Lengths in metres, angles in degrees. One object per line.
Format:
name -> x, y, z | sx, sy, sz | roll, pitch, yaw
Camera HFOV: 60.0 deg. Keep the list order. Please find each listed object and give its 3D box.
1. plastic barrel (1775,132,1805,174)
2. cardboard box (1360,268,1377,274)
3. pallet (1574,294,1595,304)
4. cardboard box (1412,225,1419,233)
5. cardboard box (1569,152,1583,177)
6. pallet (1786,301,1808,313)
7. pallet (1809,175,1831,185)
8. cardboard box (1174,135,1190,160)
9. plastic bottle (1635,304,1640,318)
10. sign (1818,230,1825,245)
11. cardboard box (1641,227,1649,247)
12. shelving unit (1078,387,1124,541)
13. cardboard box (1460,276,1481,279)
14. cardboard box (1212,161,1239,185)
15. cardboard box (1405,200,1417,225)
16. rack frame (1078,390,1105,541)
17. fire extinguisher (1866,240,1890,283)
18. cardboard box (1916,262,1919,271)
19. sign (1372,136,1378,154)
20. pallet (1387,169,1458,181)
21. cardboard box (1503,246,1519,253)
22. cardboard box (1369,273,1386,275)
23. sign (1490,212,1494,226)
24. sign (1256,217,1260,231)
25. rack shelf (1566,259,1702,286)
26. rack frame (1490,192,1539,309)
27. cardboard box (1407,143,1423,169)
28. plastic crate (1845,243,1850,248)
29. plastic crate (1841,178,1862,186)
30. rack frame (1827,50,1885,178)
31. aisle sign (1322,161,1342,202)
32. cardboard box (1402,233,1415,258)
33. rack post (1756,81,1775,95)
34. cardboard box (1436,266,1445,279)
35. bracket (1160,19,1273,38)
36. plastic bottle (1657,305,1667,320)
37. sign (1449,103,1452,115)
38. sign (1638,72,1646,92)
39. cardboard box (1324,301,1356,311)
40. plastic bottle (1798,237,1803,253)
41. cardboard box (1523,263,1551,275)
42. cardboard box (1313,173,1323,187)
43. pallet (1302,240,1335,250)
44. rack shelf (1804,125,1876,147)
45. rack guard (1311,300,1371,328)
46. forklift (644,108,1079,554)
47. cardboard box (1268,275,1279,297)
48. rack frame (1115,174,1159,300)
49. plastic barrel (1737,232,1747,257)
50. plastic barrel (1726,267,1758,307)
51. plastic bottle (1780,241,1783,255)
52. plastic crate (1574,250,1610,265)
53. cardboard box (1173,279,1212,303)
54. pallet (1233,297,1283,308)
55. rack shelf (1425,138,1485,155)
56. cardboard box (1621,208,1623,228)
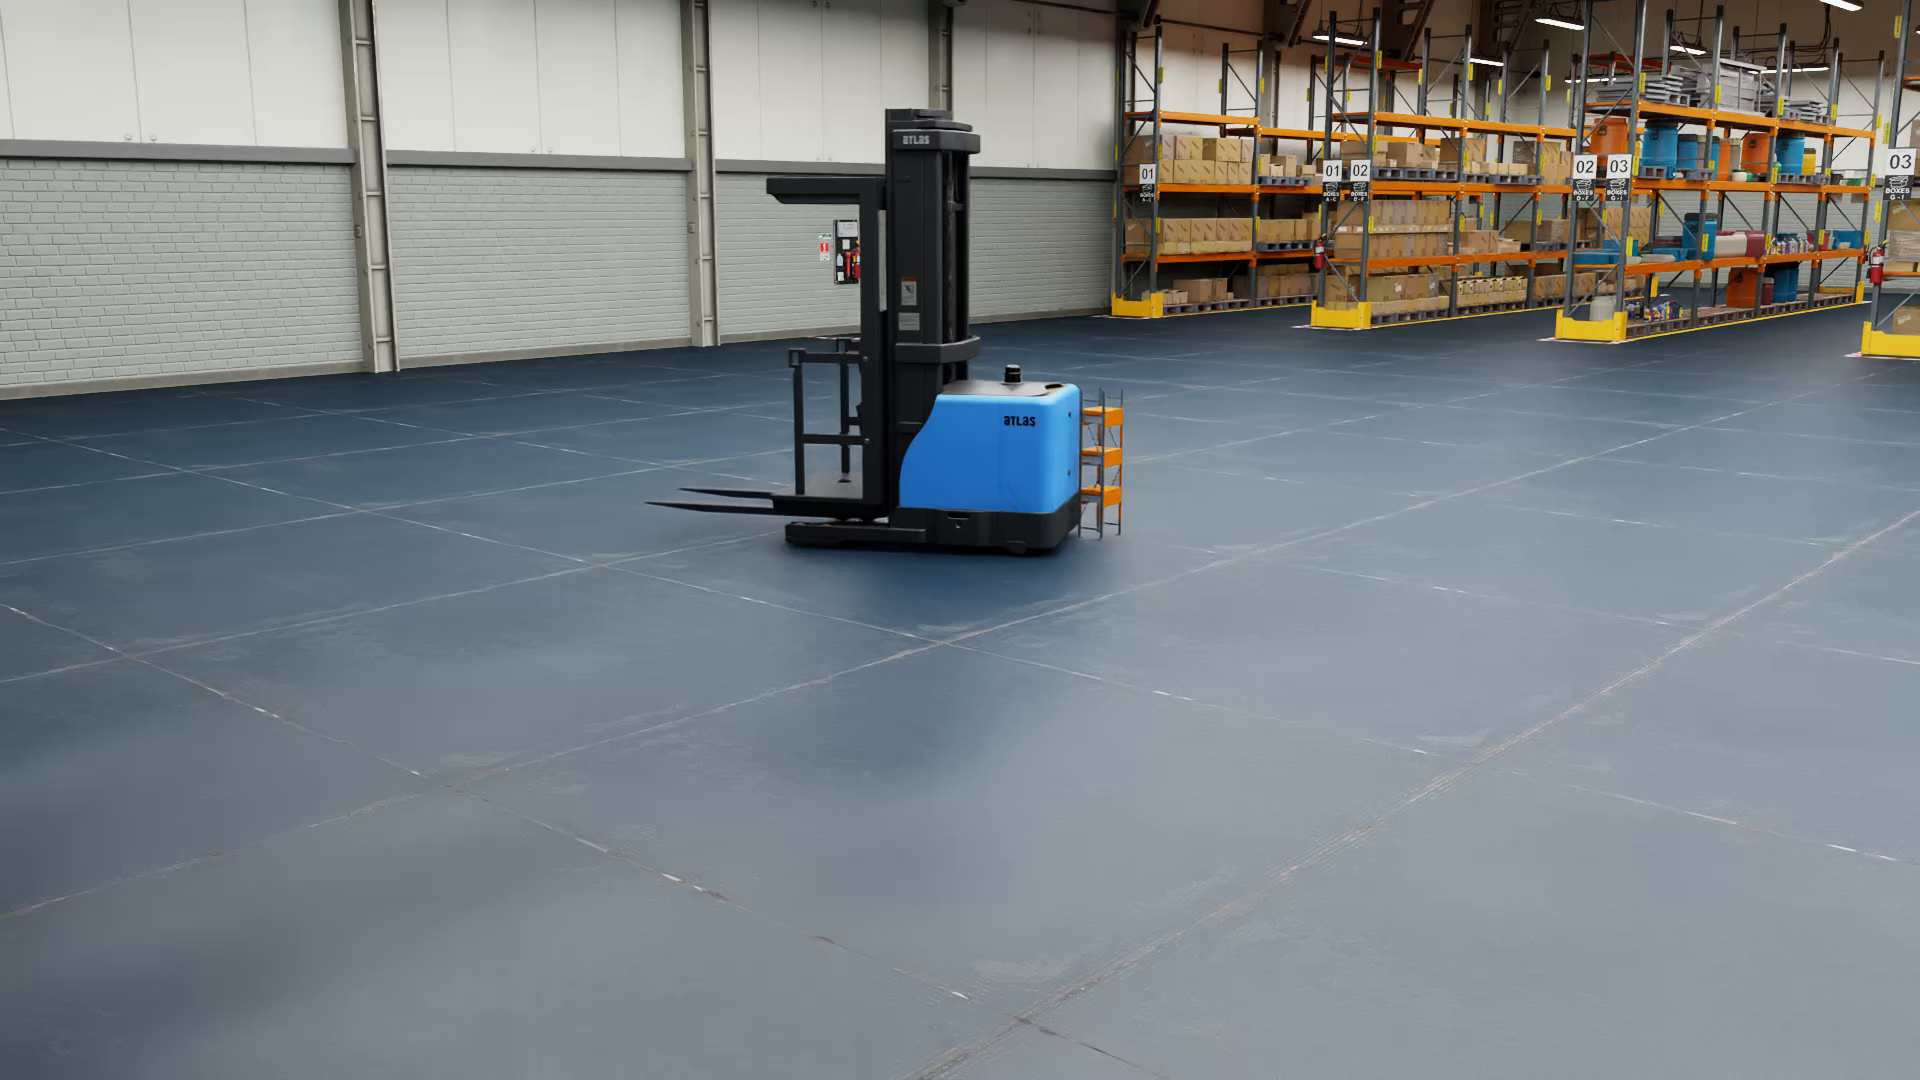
plastic barrel -> 18.139, -8.461, 36.405 | 0.600, 0.901, 0.708 | 10, 15, 40
cardboard box -> 10.236, -6.873, 42.879 | 0.750, 0.750, 0.750 | 10, 15, 40
pallet -> 14.924, -5.958, 41.004 | 1.003, 0.211, 1.213 | 10, 15, 40
cardboard box -> 9.121, -6.347, 33.917 | 0.380, 0.149, 0.250 | 10, 15, 42
cardboard box -> 14.621, -9.059, 40.170 | 0.600, 0.600, 0.600 | 10, 15, 40
pallet -> 18.610, -5.334, 37.877 | 1.003, 0.211, 1.213 | 10, 15, 40
pallet -> 18.707, -8.060, 37.229 | 1.213, 0.211, 1.003 | 10, 15, 40
cardboard box -> 4.593, -8.437, 35.779 | 0.500, 0.500, 0.500 | 10, 15, 40
plastic bottle -> 13.020, -4.408, 31.966 | 0.097, 0.271, 0.097 | 0, 11, 0
sign -> 19.563, -6.874, 37.761 | 0.100, 0.325, 0.005 | 10, 15, 40
cardboard box -> 17.642, -7.910, 43.401 | 0.500, 0.500, 0.500 | 10, 15, 41
shelving unit -> 0.994, -0.541, 11.740 | 0.215, 1.050, 0.252 | 8, 14, 36
cardboard box -> 11.547, -5.802, 37.619 | 0.500, 0.311, 0.500 | 9, 15, 39
cardboard box -> 5.937, -8.264, 37.464 | 0.500, 0.500, 0.500 | 8, 14, 36
cardboard box -> 8.870, -6.671, 33.885 | 0.700, 0.500, 0.500 | 10, 15, 40
rack frame -> 0.921, -0.522, 11.644 | 0.200, 1.050, 0.008 | 8, 14, 36
fire extinguisher -> 14.528, -4.408, 26.321 | 0.296, 0.674, 0.183 | 10, 15, 40
cardboard box -> 15.149, -4.386, 26.652 | 0.380, 0.149, 0.250 | 10, 15, 40
sign -> 7.924, -7.551, 31.764 | 0.100, 0.325, 0.005 | 10, 15, 40
pallet -> 9.608, -7.572, 34.531 | 1.003, 0.211, 1.213 | 10, 15, 40
cardboard box -> 12.406, -6.571, 37.591 | 0.380, 0.149, 0.250 | 10, 15, 40
cardboard box -> 8.622, -5.250, 34.371 | 0.500, 0.500, 0.500 | 10, 15, 40
sign -> 12.378, -7.460, 38.647 | 0.100, 0.325, 0.005 | 10, 15, 40
sign -> 6.841, -7.269, 38.235 | 0.100, 0.325, 0.005 | 10, 15, 40
rack shelf -> 12.550, -4.985, 30.850 | 1.077, 0.370, 4.000 | 10, 15, 40
rack frame -> 12.792, -6.862, 38.408 | 1.000, 3.000, 0.127 | 10, 15, 40
cardboard box -> 8.970, -7.844, 33.971 | 0.637, 0.503, 0.797 | -10, 15, -41
plastic crate -> 21.389, -7.155, 40.394 | 0.396, 0.136, 0.243 | 10, 15, 40
plastic crate -> 21.355, -8.583, 39.907 | 0.450, 0.188, 0.336 | 10, 15, 40
rack frame -> 21.791, -10.340, 40.504 | 1.000, 3.000, 0.127 | 10, 15, 40
aisle sign -> 7.247, -6.988, 32.402 | 0.394, 0.787, 0.004 | 10, 15, 40
cardboard box -> 8.849, -6.029, 33.983 | 0.700, 0.500, 0.500 | 10, 15, 42
rack post -> 16.951, -9.543, 35.198 | 0.624, 0.289, 0.986 | 10, 15, 40
cardboard box -> 12.954, -7.316, 45.991 | 0.700, 0.500, 0.500 | 10, 15, 42
bracket -> 5.841, -11.641, 37.828 | 0.076, 0.066, 4.783 | 10, 15, 40
plastic bottle -> 13.211, -4.281, 31.319 | 0.152, 0.276, 0.135 | 10, 15, 41
sign -> 13.937, -12.229, 47.174 | 0.100, 0.325, 0.005 | 10, 15, 40
sign -> 11.640, -7.811, 28.380 | 0.100, 0.325, 0.005 | 10, 15, 40
cardboard box -> 7.643, -4.659, 33.330 | 0.500, 0.250, 0.500 | 10, 15, 40
plastic bottle -> 18.790, -6.608, 37.261 | 0.144, 0.351, 0.185 | 10, 15, 40
cardboard box -> 13.939, -6.547, 40.178 | 0.500, 0.250, 0.500 | 9, 15, 39
cardboard box -> 8.796, -8.798, 40.620 | 0.500, 0.311, 0.500 | 10, 15, 40
pallet -> 8.678, -7.289, 41.037 | 1.213, 0.211, 1.003 | 10, 15, 40
rack shelf -> 20.471, -9.497, 39.141 | 1.077, 0.370, 4.000 | 10, 15, 40
rack guard -> 7.495, -4.455, 32.742 | 1.175, 0.500, 0.348 | 10, 15, 40
forklift -> -0.718, -1.478, 11.629 | 3.031, 2.935, 1.130 | 3, 12, 14
cardboard box -> 7.205, -6.096, 39.833 | 0.700, 0.500, 0.500 | 9, 15, 39
rack frame -> 3.788, -6.325, 35.719 | 1.000, 3.000, 0.127 | 10, 15, 40
plastic barrel -> 15.992, -6.097, 34.292 | 0.421, 0.512, 0.421 | 0, 11, 0
plastic barrel -> 16.821, -5.437, 35.742 | 0.600, 0.830, 0.708 | 10, 15, 40
plastic bottle -> 17.836, -6.350, 36.141 | 0.061, 0.283, 0.133 | 10, 15, 40
plastic crate -> 11.335, -5.083, 29.883 | 0.499, 0.251, 0.616 | 10, 15, 40
cardboard box -> 5.210, -5.590, 37.300 | 0.700, 0.500, 0.500 | 9, 14, 37
pallet -> 6.941, -5.661, 39.513 | 1.003, 0.211, 1.213 | 10, 15, 40
rack shelf -> 13.029, -10.778, 45.554 | 1.077, 0.370, 4.000 | 10, 15, 40
cardboard box -> 16.635, -8.174, 42.171 | 0.500, 0.500, 0.500 | 9, 15, 39
